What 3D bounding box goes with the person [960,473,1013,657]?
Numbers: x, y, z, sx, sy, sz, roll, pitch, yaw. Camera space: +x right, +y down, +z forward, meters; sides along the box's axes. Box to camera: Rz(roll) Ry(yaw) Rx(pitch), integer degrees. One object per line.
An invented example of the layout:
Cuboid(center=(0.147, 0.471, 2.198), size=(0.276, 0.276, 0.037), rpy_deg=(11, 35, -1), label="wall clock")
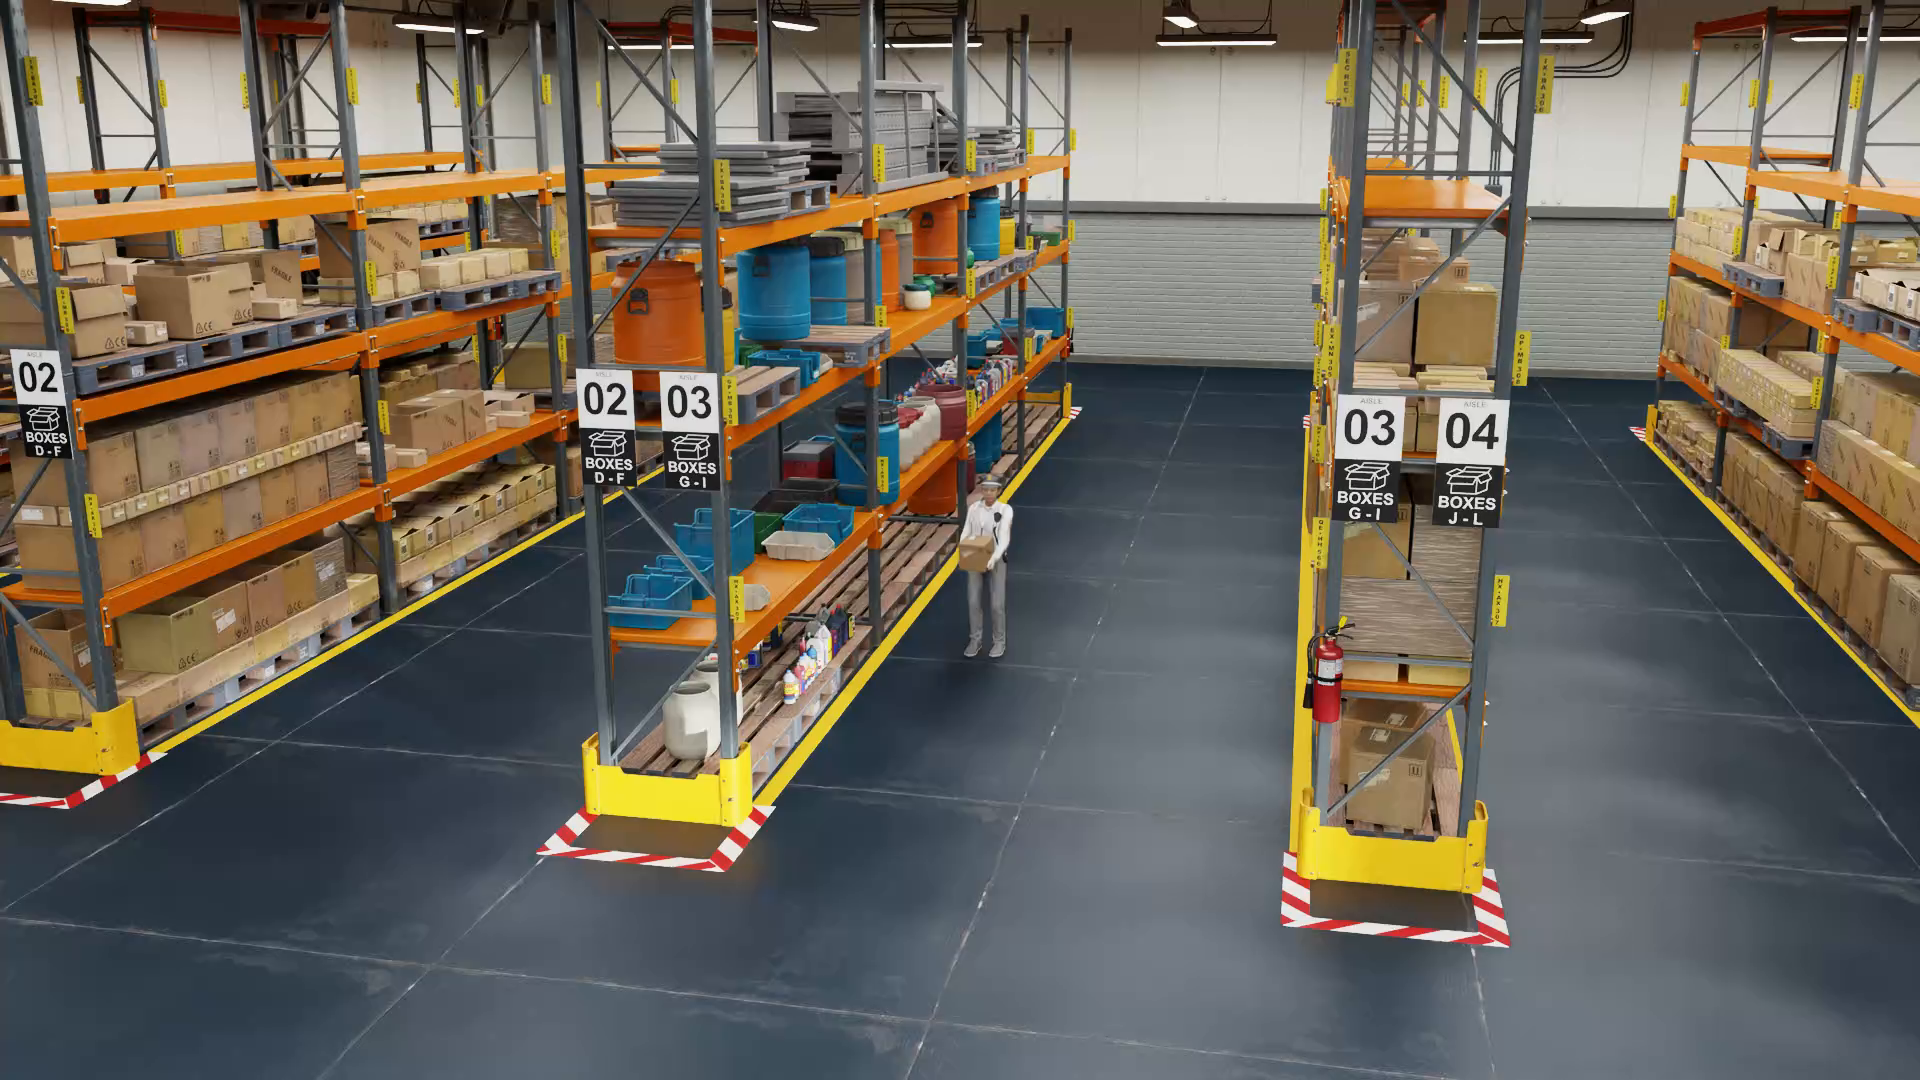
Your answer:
Cuboid(center=(0.220, 0.230, 15.099), size=(0.459, 1.687, 0.554), rpy_deg=(6, 16, 21), label="person")
